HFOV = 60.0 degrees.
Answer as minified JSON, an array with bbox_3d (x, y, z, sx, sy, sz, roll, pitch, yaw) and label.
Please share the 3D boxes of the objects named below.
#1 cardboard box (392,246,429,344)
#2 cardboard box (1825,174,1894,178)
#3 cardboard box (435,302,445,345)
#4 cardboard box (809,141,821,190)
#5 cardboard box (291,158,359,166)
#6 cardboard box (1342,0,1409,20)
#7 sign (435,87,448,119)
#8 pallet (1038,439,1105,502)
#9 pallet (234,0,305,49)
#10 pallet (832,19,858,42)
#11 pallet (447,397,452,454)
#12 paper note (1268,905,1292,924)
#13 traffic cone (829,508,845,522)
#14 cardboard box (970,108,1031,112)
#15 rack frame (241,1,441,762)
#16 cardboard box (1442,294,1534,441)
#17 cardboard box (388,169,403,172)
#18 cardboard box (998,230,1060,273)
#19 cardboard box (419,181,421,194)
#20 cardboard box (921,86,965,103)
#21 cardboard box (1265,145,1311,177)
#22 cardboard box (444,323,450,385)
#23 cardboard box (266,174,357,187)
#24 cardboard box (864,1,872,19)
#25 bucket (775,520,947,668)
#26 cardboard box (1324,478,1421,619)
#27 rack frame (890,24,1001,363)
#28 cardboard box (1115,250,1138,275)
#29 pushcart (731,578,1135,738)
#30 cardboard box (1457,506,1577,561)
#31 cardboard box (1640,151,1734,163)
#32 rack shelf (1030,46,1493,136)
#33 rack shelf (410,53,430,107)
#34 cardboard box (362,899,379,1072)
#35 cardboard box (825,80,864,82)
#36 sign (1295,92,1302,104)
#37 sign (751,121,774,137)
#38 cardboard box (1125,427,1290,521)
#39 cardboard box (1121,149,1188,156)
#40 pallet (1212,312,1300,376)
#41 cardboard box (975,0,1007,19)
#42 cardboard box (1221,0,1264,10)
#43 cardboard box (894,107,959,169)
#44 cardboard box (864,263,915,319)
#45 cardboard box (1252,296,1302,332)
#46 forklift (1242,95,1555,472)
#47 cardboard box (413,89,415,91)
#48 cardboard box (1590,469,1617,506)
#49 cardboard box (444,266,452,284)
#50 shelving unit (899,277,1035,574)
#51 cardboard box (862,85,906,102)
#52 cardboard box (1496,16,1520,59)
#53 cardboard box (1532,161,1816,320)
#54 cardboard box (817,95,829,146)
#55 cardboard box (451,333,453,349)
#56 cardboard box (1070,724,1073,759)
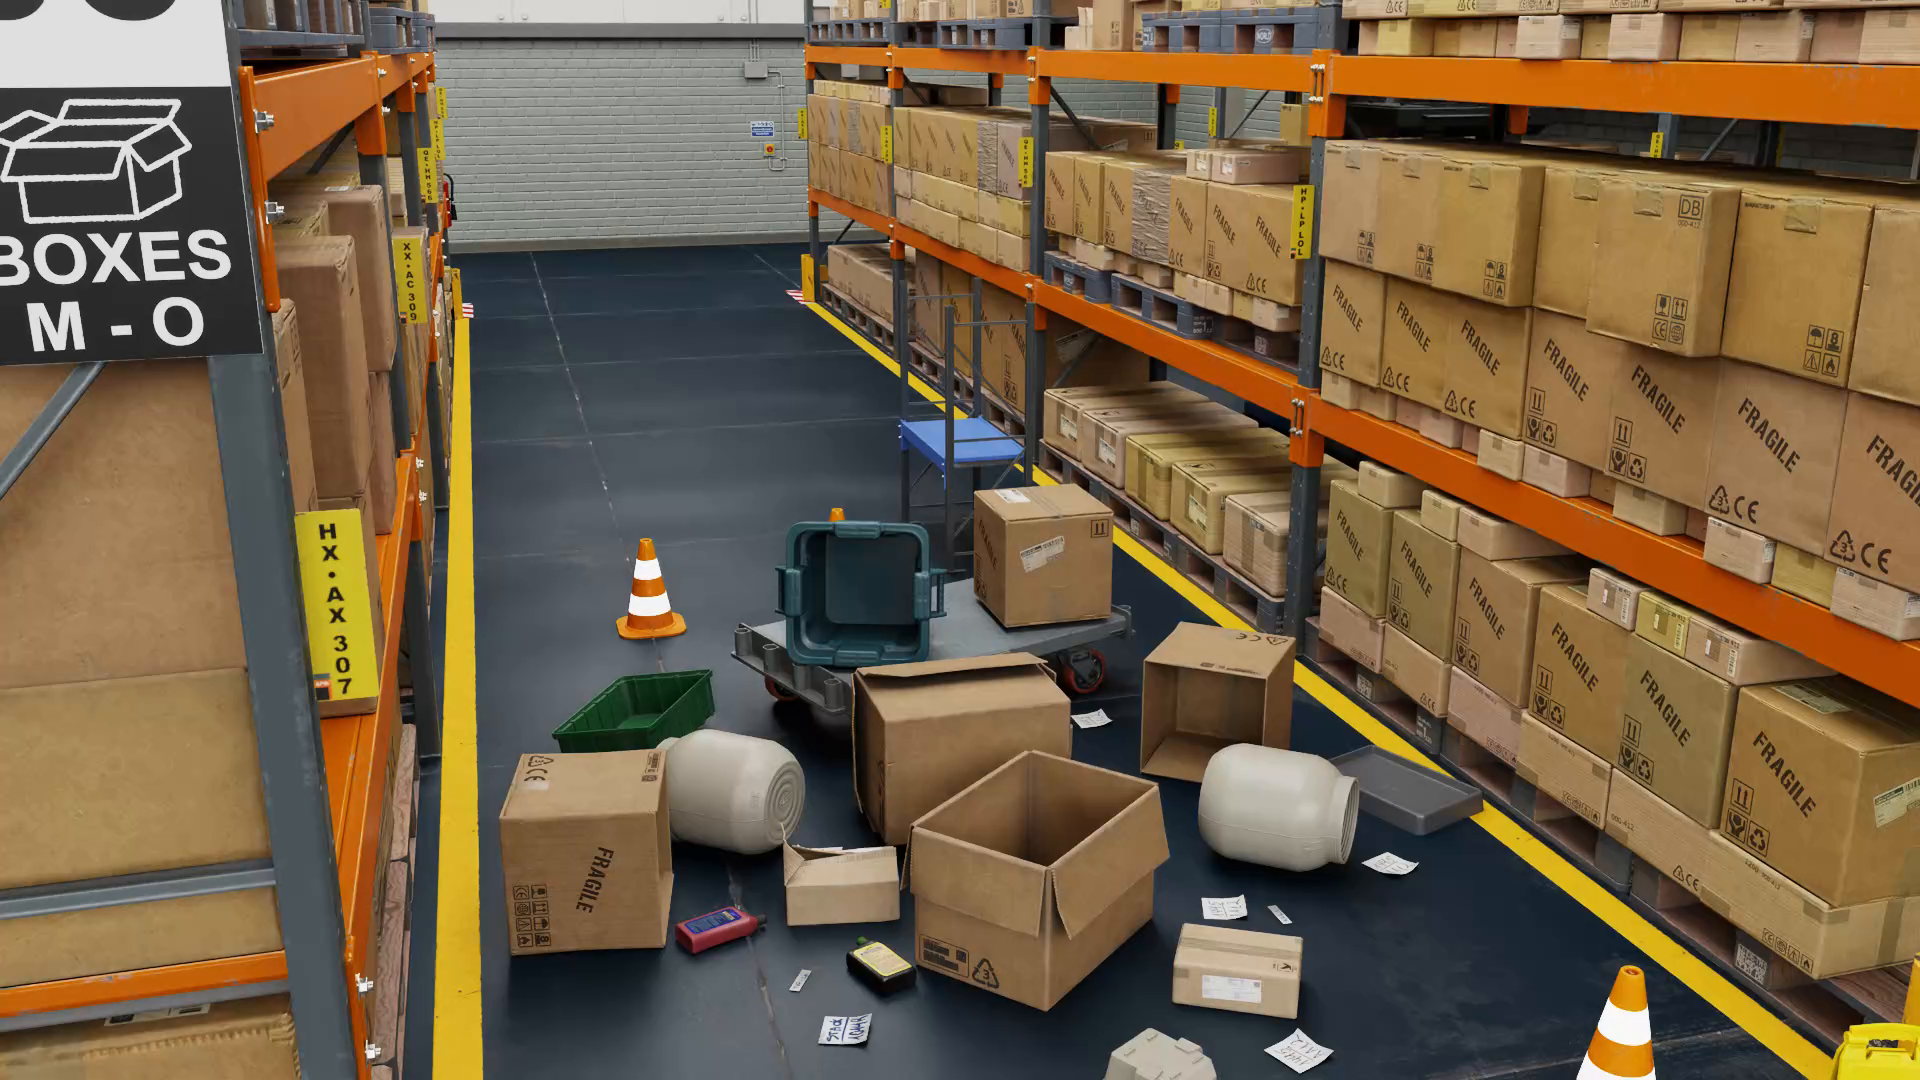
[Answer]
[{"bbox_3d":[-3.102,-1.277,8.816,0.500,0.500,0.500,-5,17,-16],"label":"cardboard box"},{"bbox_3d":[6.357,-2.504,11.773,0.380,0.149,0.250,-5,17,-16],"label":"cardboard box"},{"bbox_3d":[-4.121,-1.604,12.390,0.500,0.250,0.500,-6,18,-18],"label":"cardboard box"},{"bbox_3d":[-1.368,-4.134,18.326,0.500,0.500,0.500,-5,17,-16],"label":"cardboard box"},{"bbox_3d":[-3.219,-1.588,8.113,0.700,0.500,0.500,-5,17,-16],"label":"cardboard box"},{"bbox_3d":[1.932,-2.286,6.877,0.500,0.250,0.500,-5,17,-16],"label":"cardboard box"},{"bbox_3d":[-5.416,-4.566,17.377,0.100,0.325,0.005,-5,17,-15],"label":"sign"},{"bbox_3d":[1.188,-0.477,11.172,1.003,0.211,1.213,-5,17,-15],"label":"pallet"},{"bbox_3d":[-1.772,-0.995,2.990,1.003,0.211,1.213,-5,17,-15],"label":"pallet"},{"bbox_3d":[-0.671,-5.093,16.633,1.003,0.211,1.213,-5,17,-15],"label":"pallet"},{"bbox_3d":[-4.302,-0.827,12.337,1.003,0.211,1.213,-5,17,-15],"label":"pallet"},{"bbox_3d":[1.091,1.279,5.677,0.032,0.001,0.123,-5,17,-15],"label":"paper note"},{"bbox_3d":[-0.654,0.059,8.950,0.336,0.463,0.334,-5,17,-15],"label":"traffic cone"},{"bbox_3d":[0.389,-3.415,14.196,0.500,0.500,0.500,-4,17,-14],"label":"cardboard box"},{"bbox_3d":[-2.657,-0.503,6.412,1.000,3.000,0.127,-5,17,-15],"label":"rack frame"},{"bbox_3d":[2.213,-0.692,6.350,0.500,0.500,0.500,-5,17,-16],"label":"cardboard box"},{"bbox_3d":[-4.200,-2.625,12.150,0.380,0.149,0.250,-6,18,-18],"label":"cardboard box"},{"bbox_3d":[0.586,-2.076,11.910,0.500,0.250,0.500,-5,18,-17],"label":"cardboard box"},{"bbox_3d":[-4.557,-2.844,13.397,0.380,0.149,0.250,-4,17,-14],"label":"cardboard box"},{"bbox_3d":[-0.158,-4.217,15.738,0.380,0.149,0.250,-5,17,-16],"label":"cardboard box"},{"bbox_3d":[1.888,-2.075,9.096,0.380,0.149,0.250,-4,17,-12],"label":"cardboard box"},{"bbox_3d":[-4.410,-1.535,13.462,0.500,0.500,0.500,-5,17,-16],"label":"cardboard box"},{"bbox_3d":[-2.589,-0.987,5.886,0.875,0.550,0.550,-5,17,-15],"label":"cardboard box"},{"bbox_3d":[-0.680,-4.925,15.451,0.380,0.149,0.250,-4,17,-14],"label":"cardboard box"},{"bbox_3d":[-0.403,0.192,7.145,0.726,0.611,0.620,1,7,4],"label":"bucket"},{"bbox_3d":[1.977,0.019,7.420,0.500,0.500,0.500,-4,17,-13],"label":"cardboard box"},{"bbox_3d":[-0.124,-3.135,15.174,1.000,3.000,0.127,-5,17,-15],"label":"rack frame"},{"bbox_3d":[1.159,-1.706,10.125,0.380,0.149,0.250,-4,17,-12],"label":"cardboard box"},{"bbox_3d":[-0.104,0.528,7.539,1.648,0.377,0.936,-12,20,-34],"label":"pushcart"},{"bbox_3d":[2.173,-0.036,6.476,0.380,0.149,0.250,-4,17,-12],"label":"cardboard box"},{"bbox_3d":[5.755,-2.826,13.241,0.500,0.500,0.500,-4,17,-13],"label":"cardboard box"},{"bbox_3d":[1.525,-2.567,9.321,1.077,0.370,4.000,-5,17,-15],"label":"rack shelf"},{"bbox_3d":[-4.306,-3.254,11.609,1.077,0.370,4.000,-5,17,-15],"label":"rack shelf"},{"bbox_3d":[-2.052,0.995,4.390,0.875,0.875,0.875,-5,17,-16],"label":"cardboard box"},{"bbox_3d":[-1.252,-4.892,17.984,0.380,0.149,0.250,-4,17,-14],"label":"cardboard box"},{"bbox_3d":[4.087,-5.379,20.083,0.100,0.325,0.005,-5,17,-15],"label":"sign"},{"bbox_3d":[-2.859,-5.942,24.049,0.327,0.218,0.001,-5,17,-15],"label":"sign"},{"bbox_3d":[1.534,-0.400,9.908,0.950,0.372,0.625,-4,17,-13],"label":"cardboard box"},{"bbox_3d":[1.367,-2.316,11.028,0.500,0.500,0.500,-5,17,-17],"label":"cardboard box"},{"bbox_3d":[2.004,-1.053,8.577,1.003,0.211,1.213,-5,17,-15],"label":"pallet"},{"bbox_3d":[0.520,-3.973,11.846,0.700,0.500,0.500,-6,18,-18],"label":"cardboard box"},{"bbox_3d":[1.640,-2.778,8.304,0.500,0.250,0.500,-4,17,-15],"label":"cardboard box"},{"bbox_3d":[-0.280,-3.517,14.535,0.500,0.500,0.500,-4,17,-15],"label":"cardboard box"},{"bbox_3d":[-0.440,-2.539,16.913,0.875,0.438,0.875,-5,17,-17],"label":"cardboard box"},{"bbox_3d":[1.668,-1.123,8.184,0.380,0.149,0.250,-4,17,-14],"label":"cardboard box"},{"bbox_3d":[2.901,-1.673,10.428,1.130,2.935,3.031,-4,17,-14],"label":"forklift"},{"bbox_3d":[-4.903,-3.671,14.530,0.500,0.500,0.500,-5,18,-17],"label":"cardboard box"},{"bbox_3d":[2.464,-0.206,5.861,0.380,0.149,0.250,-5,17,-15],"label":"cardboard box"},{"bbox_3d":[-5.359,-2.681,16.854,0.380,0.149,0.250,-5,17,-16],"label":"cardboard box"},{"bbox_3d":[0.023,-0.695,9.658,0.538,1.500,1.048,-5,17,-15],"label":"shelving unit"},{"bbox_3d":[-0.732,-4.319,16.076,0.380,0.149,0.250,-5,17,-16],"label":"cardboard box"},{"bbox_3d":[2.210,-1.849,6.116,0.380,0.149,0.250,-5,18,-17],"label":"cardboard box"},{"bbox_3d":[2.449,-1.031,5.742,0.700,0.500,0.500,-5,17,-16],"label":"cardboard box"},{"bbox_3d":[-1.217,-4.470,17.708,0.500,0.500,0.500,-5,17,-17],"label":"cardboard box"},{"bbox_3d":[-4.720,-1.751,14.793,0.380,0.149,0.250,-4,17,-14],"label":"cardboard box"},{"bbox_3d":[0.235,0.782,6.886,0.396,0.266,0.258,11,20,32],"label":"cardboard box"}]
